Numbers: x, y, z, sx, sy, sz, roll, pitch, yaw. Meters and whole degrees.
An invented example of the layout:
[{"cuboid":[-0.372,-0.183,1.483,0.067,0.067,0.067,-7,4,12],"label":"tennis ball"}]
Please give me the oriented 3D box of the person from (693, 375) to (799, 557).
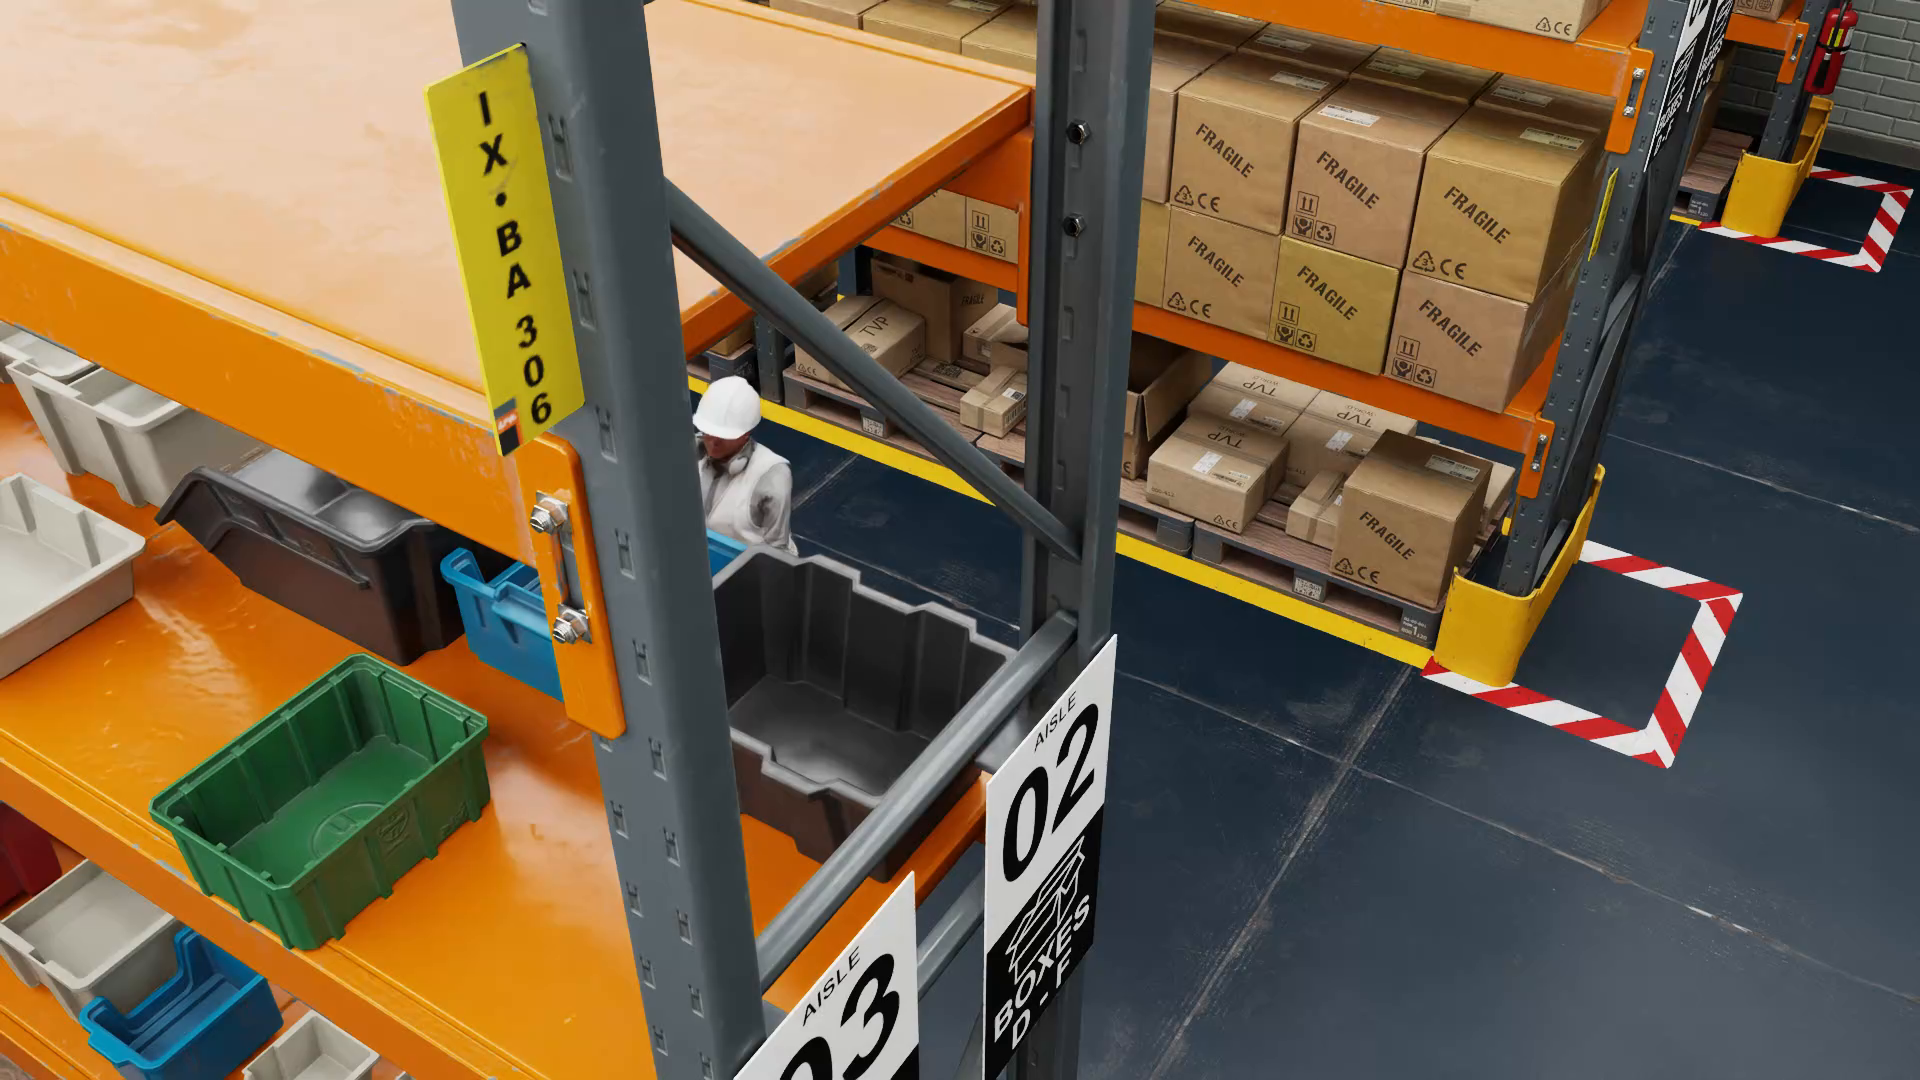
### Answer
[{"cuboid":[-0.896,0.157,6.395,0.566,1.785,0.475,25,44,28],"label":"person"}]
